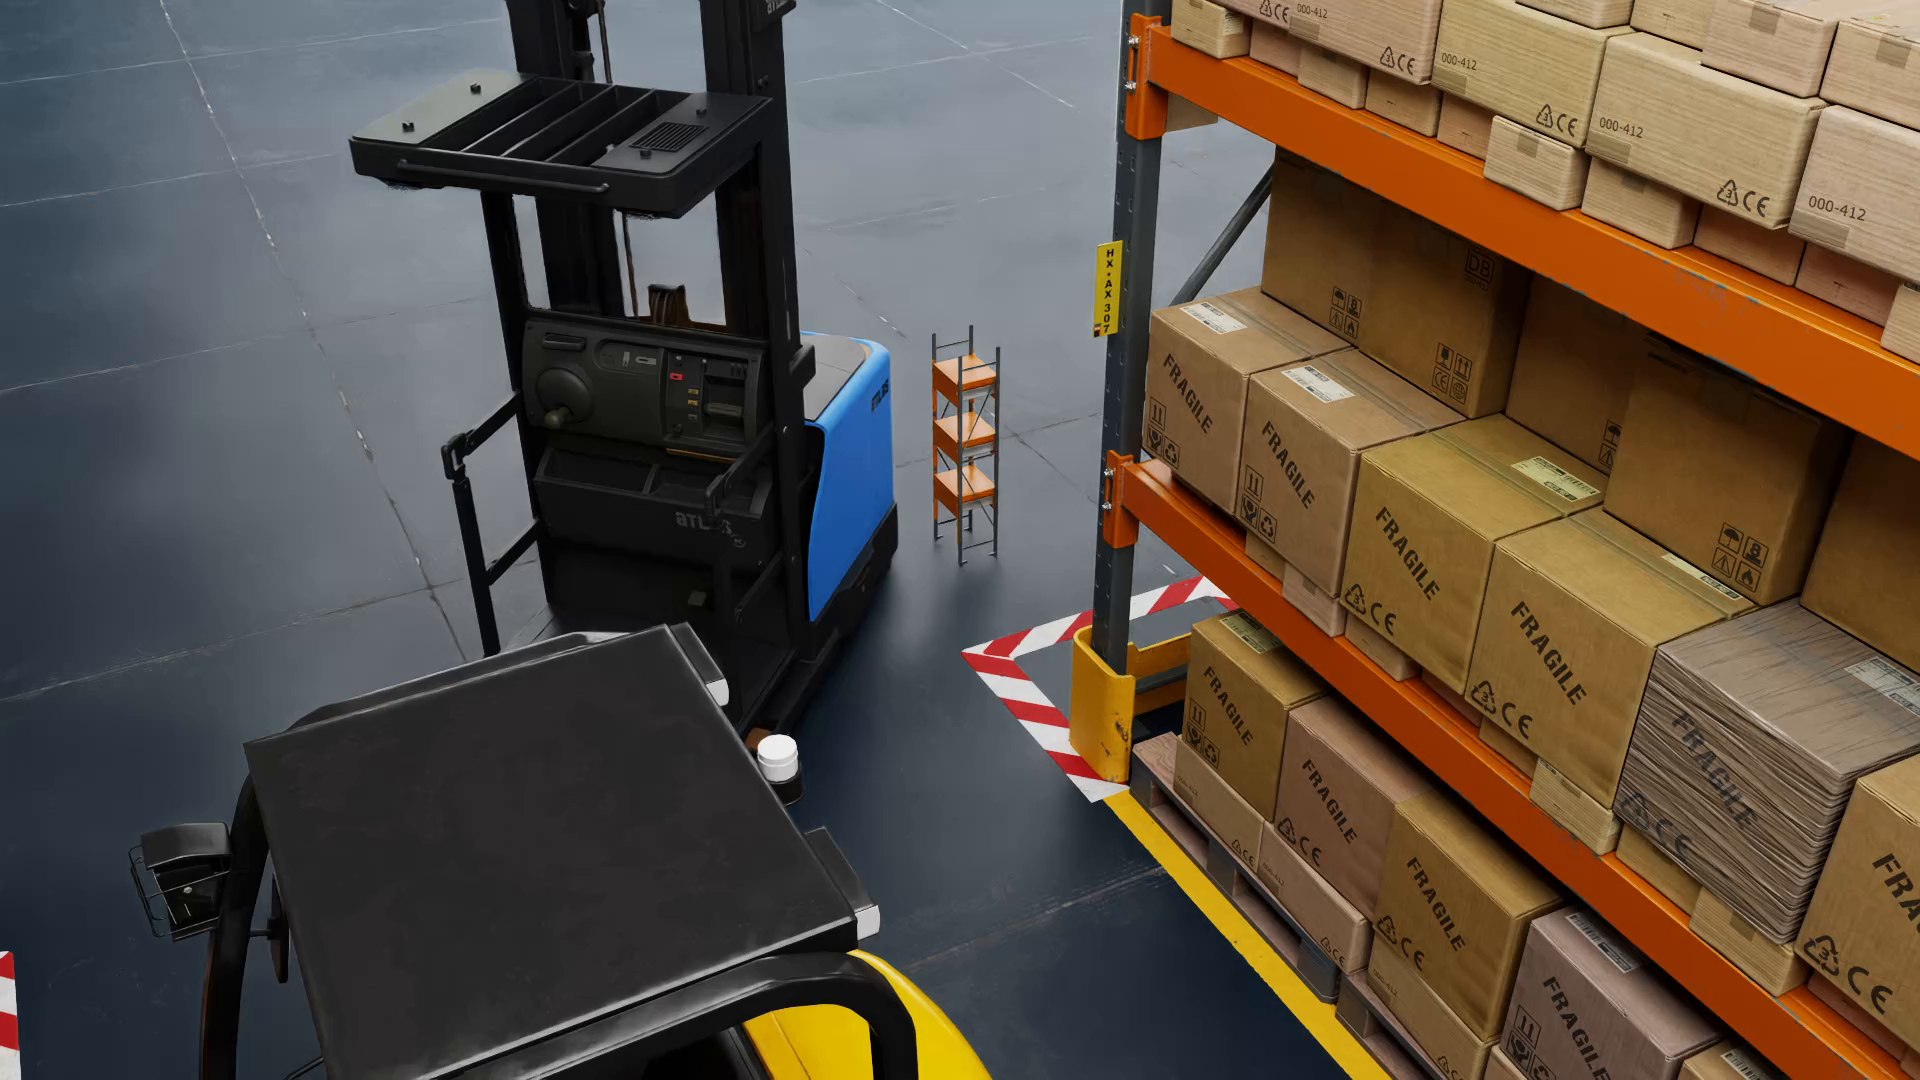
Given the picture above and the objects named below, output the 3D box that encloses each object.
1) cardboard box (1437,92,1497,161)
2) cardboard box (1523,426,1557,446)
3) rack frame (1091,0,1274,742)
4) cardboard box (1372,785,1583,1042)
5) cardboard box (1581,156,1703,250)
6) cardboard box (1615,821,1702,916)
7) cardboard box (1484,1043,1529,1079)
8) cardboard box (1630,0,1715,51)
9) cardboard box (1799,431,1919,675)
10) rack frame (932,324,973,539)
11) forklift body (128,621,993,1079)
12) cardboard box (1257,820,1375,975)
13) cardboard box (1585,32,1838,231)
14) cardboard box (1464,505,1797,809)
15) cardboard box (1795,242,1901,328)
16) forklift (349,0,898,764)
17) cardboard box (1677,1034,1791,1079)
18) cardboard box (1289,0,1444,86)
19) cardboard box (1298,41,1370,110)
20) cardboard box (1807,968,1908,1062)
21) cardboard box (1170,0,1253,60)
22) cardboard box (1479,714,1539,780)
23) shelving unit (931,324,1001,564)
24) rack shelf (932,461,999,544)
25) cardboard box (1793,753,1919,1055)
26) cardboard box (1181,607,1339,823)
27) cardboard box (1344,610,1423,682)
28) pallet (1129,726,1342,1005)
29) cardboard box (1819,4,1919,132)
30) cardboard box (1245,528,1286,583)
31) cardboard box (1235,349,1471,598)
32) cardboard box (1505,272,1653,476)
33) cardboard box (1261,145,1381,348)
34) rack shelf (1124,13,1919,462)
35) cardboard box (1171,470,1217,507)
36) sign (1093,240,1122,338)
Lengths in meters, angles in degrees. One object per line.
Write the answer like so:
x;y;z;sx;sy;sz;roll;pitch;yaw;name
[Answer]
1.393;-1.035;4.037;0.380;0.149;0.250;-17;36;-25;cardboard box
1.923;-0.091;4.743;0.500;0.500;0.500;-16;36;-23;cardboard box
0.967;-0.593;5.895;1.000;3.000;0.127;-16;36;-23;rack frame
1.584;1.028;4.829;0.500;0.500;0.500;-15;36;-22;cardboard box
1.599;-0.779;3.637;0.380;0.149;0.250;-17;36;-24;cardboard box
1.843;0.731;4.061;0.380;0.149;0.250;-17;36;-24;cardboard box
1.828;1.587;4.652;0.500;0.250;0.500;-15;36;-22;cardboard box
1.634;-1.131;3.448;0.380;0.149;0.250;-15;36;-22;cardboard box
2.389;-0.033;3.725;0.700;0.500;0.500;-17;36;-24;cardboard box
-0.032;-0.475;7.518;0.200;1.050;0.008;-16;36;-23;rack frame
-0.925;1.461;3.476;2.313;2.155;1.214;-16;36;-23;forklift body
1.329;1.088;5.431;0.500;0.250;0.500;-15;35;-21;cardboard box
1.676;-0.879;3.423;0.500;0.250;0.500;-15;36;-22;cardboard box
1.669;0.265;4.187;0.500;0.500;0.500;-17;36;-24;cardboard box
1.901;-0.555;3.288;0.380;0.149;0.250;-15;36;-22;cardboard box
-1.210;-0.493;5.802;1.130;2.935;3.031;10;34;15;forklift
2.080;1.524;4.055;0.500;0.500;0.500;-15;36;-22;cardboard box
1.192;-1.368;4.188;0.500;0.250;0.500;-16;36;-24;cardboard box
1.129;-1.272;4.408;0.380;0.149;0.250;-15;36;-22;cardboard box
2.133;0.961;3.702;0.380;0.149;0.250;-16;36;-24;cardboard box
0.834;-1.510;4.779;0.380;0.149;0.250;-16;36;-23;cardboard box
1.625;0.483;4.448;0.380;0.149;0.250;-17;36;-24;cardboard box
0.025;-0.417;7.427;0.215;1.050;0.252;-16;36;-23;shelving unit
0.025;-0.174;7.583;0.215;0.259;0.240;-16;36;-23;rack shelf
2.158;0.755;3.422;0.500;0.500;0.500;-15;35;-22;cardboard box
1.110;0.538;5.594;0.500;0.500;0.500;-17;36;-25;cardboard box
1.352;0.239;4.830;0.380;0.149;0.250;-15;36;-22;cardboard box
1.350;1.014;5.971;1.003;0.211;1.213;-16;36;-23;pallet
1.826;-0.876;3.049;0.380;0.149;0.250;-15;36;-23;cardboard box
1.124;-0.009;5.216;0.380;0.149;0.250;-17;36;-25;cardboard box
1.186;-0.218;4.941;0.500;0.500;0.500;-15;35;-22;cardboard box
1.956;-0.531;4.504;0.700;0.500;0.500;-16;36;-24;cardboard box
1.398;-0.992;5.223;0.700;0.500;0.500;-17;36;-24;cardboard box
1.899;-0.599;3.790;1.077;0.370;4.000;-16;36;-23;rack shelf
0.942;-0.273;5.628;0.380;0.149;0.250;-16;36;-23;cardboard box
0.487;-0.821;5.448;0.100;0.325;0.005;-16;36;-23;sign
